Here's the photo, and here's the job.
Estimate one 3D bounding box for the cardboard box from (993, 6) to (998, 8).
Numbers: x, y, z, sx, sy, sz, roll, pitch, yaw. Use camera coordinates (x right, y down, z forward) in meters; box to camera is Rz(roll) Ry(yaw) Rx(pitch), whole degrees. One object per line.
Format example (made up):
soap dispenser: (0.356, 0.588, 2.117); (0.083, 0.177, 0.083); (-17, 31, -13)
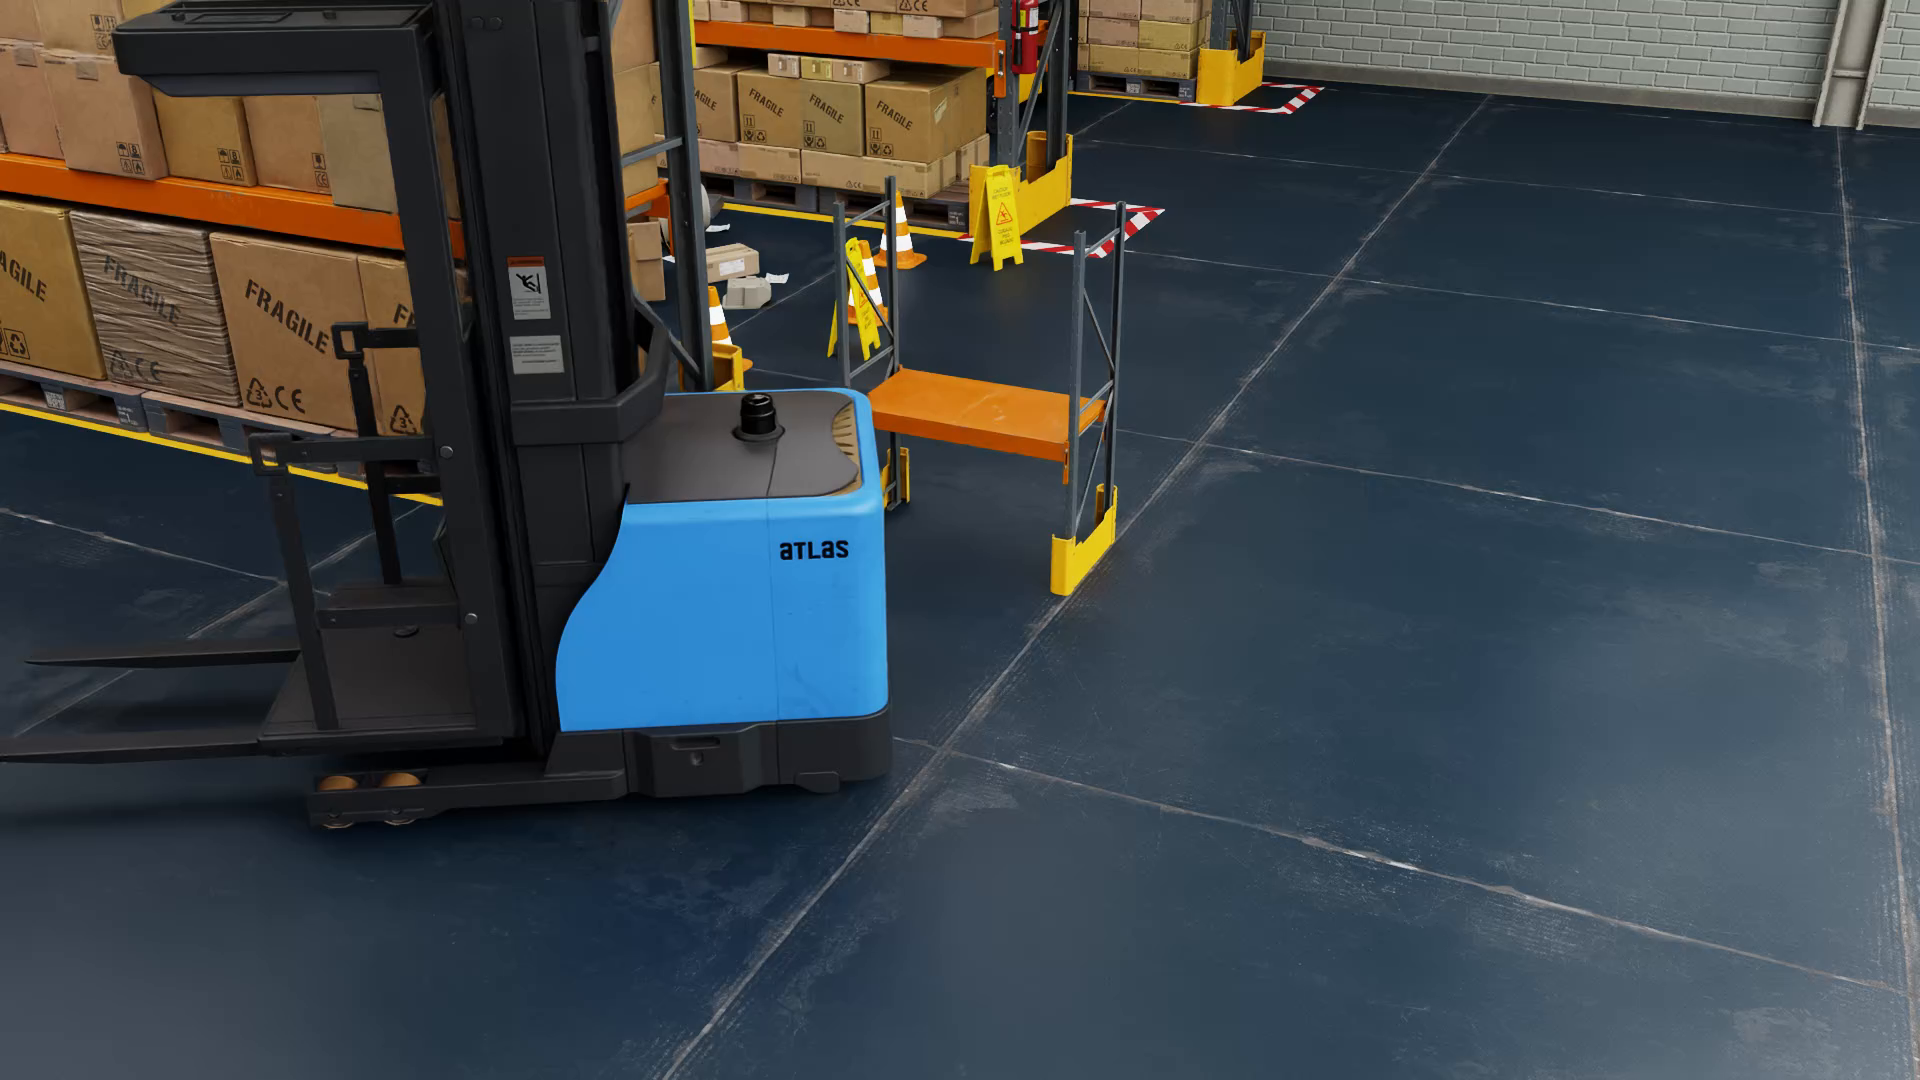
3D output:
cardboard box: (0.287, -3.666, 11.584); (0.250, 0.149, 0.380); (11, 28, 22)

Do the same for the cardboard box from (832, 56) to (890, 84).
cardboard box: (-0.689, -3.297, 11.605); (0.250, 0.149, 0.380); (12, 29, 23)

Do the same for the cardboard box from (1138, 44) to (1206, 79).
cardboard box: (2.003, -4.543, 15.720); (0.500, 0.250, 0.500); (12, 28, 22)

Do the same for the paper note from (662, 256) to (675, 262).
paper note: (-1.885, -1.884, 11.055); (0.142, 0.019, 0.148); (23, 35, 39)

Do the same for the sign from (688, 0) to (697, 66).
sign: (-1.211, -2.270, 7.396); (0.005, 0.325, 0.100); (11, 28, 22)

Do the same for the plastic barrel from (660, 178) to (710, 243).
plastic barrel: (-1.997, -2.246, 11.333); (0.512, 0.421, 0.421); (-12, 29, -23)

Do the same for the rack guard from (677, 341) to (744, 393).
rack guard: (-1.425, -0.499, 7.697); (0.348, 0.500, 1.175); (11, 28, 22)

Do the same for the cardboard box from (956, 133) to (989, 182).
cardboard box: (-0.109, -2.847, 12.274); (0.500, 0.250, 0.500); (11, 28, 21)

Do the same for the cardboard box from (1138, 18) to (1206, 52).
cardboard box: (1.989, -4.772, 15.618); (0.500, 0.250, 0.500); (11, 28, 21)

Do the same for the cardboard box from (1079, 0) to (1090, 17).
cardboard box: (1.083, -5.171, 15.863); (0.500, 0.250, 0.500); (12, 29, 22)

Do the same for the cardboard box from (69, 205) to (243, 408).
cardboard box: (-3.722, -1.285, 8.393); (0.875, 0.875, 0.875); (12, 28, 22)

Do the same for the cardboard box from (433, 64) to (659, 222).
cardboard box: (-1.803, -1.741, 7.221); (0.550, 0.550, 0.875); (11, 28, 22)

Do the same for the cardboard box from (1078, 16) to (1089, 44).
cardboard box: (1.058, -4.954, 15.988); (0.500, 0.250, 0.500); (11, 28, 21)

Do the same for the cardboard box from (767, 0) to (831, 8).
cardboard box: (-1.006, -3.986, 11.501); (0.500, 0.500, 0.500); (11, 28, 22)

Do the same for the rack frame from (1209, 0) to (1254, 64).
rack frame: (2.562, -5.630, 15.289); (0.127, 3.000, 1.000); (11, 28, 22)

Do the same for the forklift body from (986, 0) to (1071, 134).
forklift body: (0.080, -4.862, 14.691); (1.214, 2.155, 2.313); (11, 28, 22)

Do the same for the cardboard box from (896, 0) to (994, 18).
cardboard box: (-0.098, -3.800, 11.122); (0.500, 0.500, 0.500); (11, 28, 21)

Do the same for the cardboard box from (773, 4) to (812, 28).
cardboard box: (-1.112, -3.709, 11.671); (0.250, 0.149, 0.380); (11, 28, 21)

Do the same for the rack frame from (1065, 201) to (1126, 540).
rack frame: (0.540, -0.564, 6.698); (0.032, 1.500, 0.500); (11, 28, 22)

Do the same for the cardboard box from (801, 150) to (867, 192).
cardboard box: (-0.805, -2.726, 12.028); (0.500, 0.250, 0.500); (11, 28, 22)

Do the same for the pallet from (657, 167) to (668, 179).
pallet: (-2.505, -3.005, 13.115); (1.213, 0.211, 1.003); (11, 28, 22)

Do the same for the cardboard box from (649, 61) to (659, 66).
cardboard box: (-2.148, -3.590, 12.200); (0.250, 0.149, 0.380); (13, 29, 24)

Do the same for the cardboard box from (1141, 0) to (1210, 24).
cardboard box: (2.013, -4.992, 15.499); (0.500, 0.250, 0.500); (12, 29, 24)

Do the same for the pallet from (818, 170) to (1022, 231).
pallet: (-0.284, -2.559, 12.208); (1.213, 0.211, 1.003); (11, 28, 22)

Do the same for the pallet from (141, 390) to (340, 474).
pallet: (-3.313, -0.712, 8.457); (1.213, 0.211, 1.003); (11, 28, 22)

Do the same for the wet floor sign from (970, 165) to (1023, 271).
wet floor sign: (0.240, -2.112, 10.809); (0.232, 0.644, 0.267); (23, 35, 39)

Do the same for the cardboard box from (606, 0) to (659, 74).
cardboard box: (-1.768, -2.260, 7.051); (0.550, 0.550, 0.875); (11, 28, 22)

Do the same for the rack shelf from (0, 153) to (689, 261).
rack shelf: (-3.267, -1.667, 8.055); (4.000, 0.370, 1.077); (11, 28, 22)

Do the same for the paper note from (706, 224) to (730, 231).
paper note: (-1.699, -2.194, 11.672); (0.148, 0.019, 0.142); (2, 26, 4)

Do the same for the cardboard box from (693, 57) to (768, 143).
cardboard box: (-1.742, -3.251, 12.245); (0.500, 0.500, 0.500); (13, 29, 24)

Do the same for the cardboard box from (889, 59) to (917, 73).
cardboard box: (-0.609, -3.281, 12.307); (0.500, 0.500, 0.500); (10, 28, 20)

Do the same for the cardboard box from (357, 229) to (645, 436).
cardboard box: (-2.091, -0.957, 7.728); (0.875, 0.875, 0.875); (12, 28, 22)

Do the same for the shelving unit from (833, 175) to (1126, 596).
shelving unit: (0.069, -0.659, 6.890); (1.083, 1.500, 0.587); (11, 28, 22)

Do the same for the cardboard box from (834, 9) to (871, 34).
cardboard box: (-0.667, -3.595, 11.440); (0.250, 0.149, 0.380); (12, 29, 23)

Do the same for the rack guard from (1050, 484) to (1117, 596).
rack guard: (0.523, -0.007, 6.982); (0.087, 0.250, 0.587); (11, 28, 22)

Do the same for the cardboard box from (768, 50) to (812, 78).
cardboard box: (-1.156, -3.393, 11.801); (0.250, 0.149, 0.380); (13, 29, 24)

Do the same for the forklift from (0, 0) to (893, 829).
forklift: (-1.773, -0.630, 5.211); (3.031, 2.935, 1.130); (-2, 26, -5)

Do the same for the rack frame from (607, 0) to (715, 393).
rack frame: (-1.447, -1.624, 7.154); (0.127, 3.000, 1.000); (11, 28, 22)

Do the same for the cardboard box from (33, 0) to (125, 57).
cardboard box: (-3.783, -2.618, 7.780); (0.550, 0.550, 0.875); (11, 28, 22)

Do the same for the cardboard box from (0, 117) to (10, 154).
cardboard box: (-4.747, -2.360, 8.479); (0.550, 0.550, 0.875); (11, 28, 22)

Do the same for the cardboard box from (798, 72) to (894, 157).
cardboard box: (-0.803, -3.060, 11.858); (0.500, 0.500, 0.500); (12, 29, 24)

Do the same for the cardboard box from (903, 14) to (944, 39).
cardboard box: (-0.195, -3.505, 11.257); (0.250, 0.149, 0.380); (11, 28, 21)

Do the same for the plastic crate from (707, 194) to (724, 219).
plastic crate: (-2.041, -2.438, 12.111); (0.583, 0.080, 0.402); (2, 26, 4)

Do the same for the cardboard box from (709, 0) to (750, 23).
cardboard box: (-1.575, -3.793, 11.842); (0.250, 0.149, 0.380); (11, 28, 22)

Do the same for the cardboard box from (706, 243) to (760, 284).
cardboard box: (-1.518, -1.782, 10.700); (0.380, 0.149, 0.250); (-18, 31, -31)

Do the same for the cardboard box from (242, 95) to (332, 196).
cardboard box: (-2.771, -1.986, 7.718); (0.550, 0.550, 0.875); (11, 28, 22)

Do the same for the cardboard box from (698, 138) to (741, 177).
cardboard box: (-1.731, -2.914, 12.410); (0.500, 0.250, 0.500); (11, 28, 21)

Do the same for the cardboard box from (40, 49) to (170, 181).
cardboard box: (-3.794, -2.123, 7.996); (0.550, 0.550, 0.875); (11, 28, 22)

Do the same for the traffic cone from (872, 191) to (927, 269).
traffic cone: (-0.415, -2.055, 10.900); (0.334, 0.463, 0.336); (11, 28, 22)

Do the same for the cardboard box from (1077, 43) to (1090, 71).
cardboard box: (1.103, -4.733, 16.105); (0.500, 0.250, 0.500); (12, 29, 22)

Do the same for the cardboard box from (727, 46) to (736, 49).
cardboard box: (-2.017, -3.563, 12.880); (0.500, 0.500, 0.500); (12, 29, 23)

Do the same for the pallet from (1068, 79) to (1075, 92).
pallet: (0.742, -4.725, 16.609); (1.213, 0.211, 1.003); (11, 28, 22)
